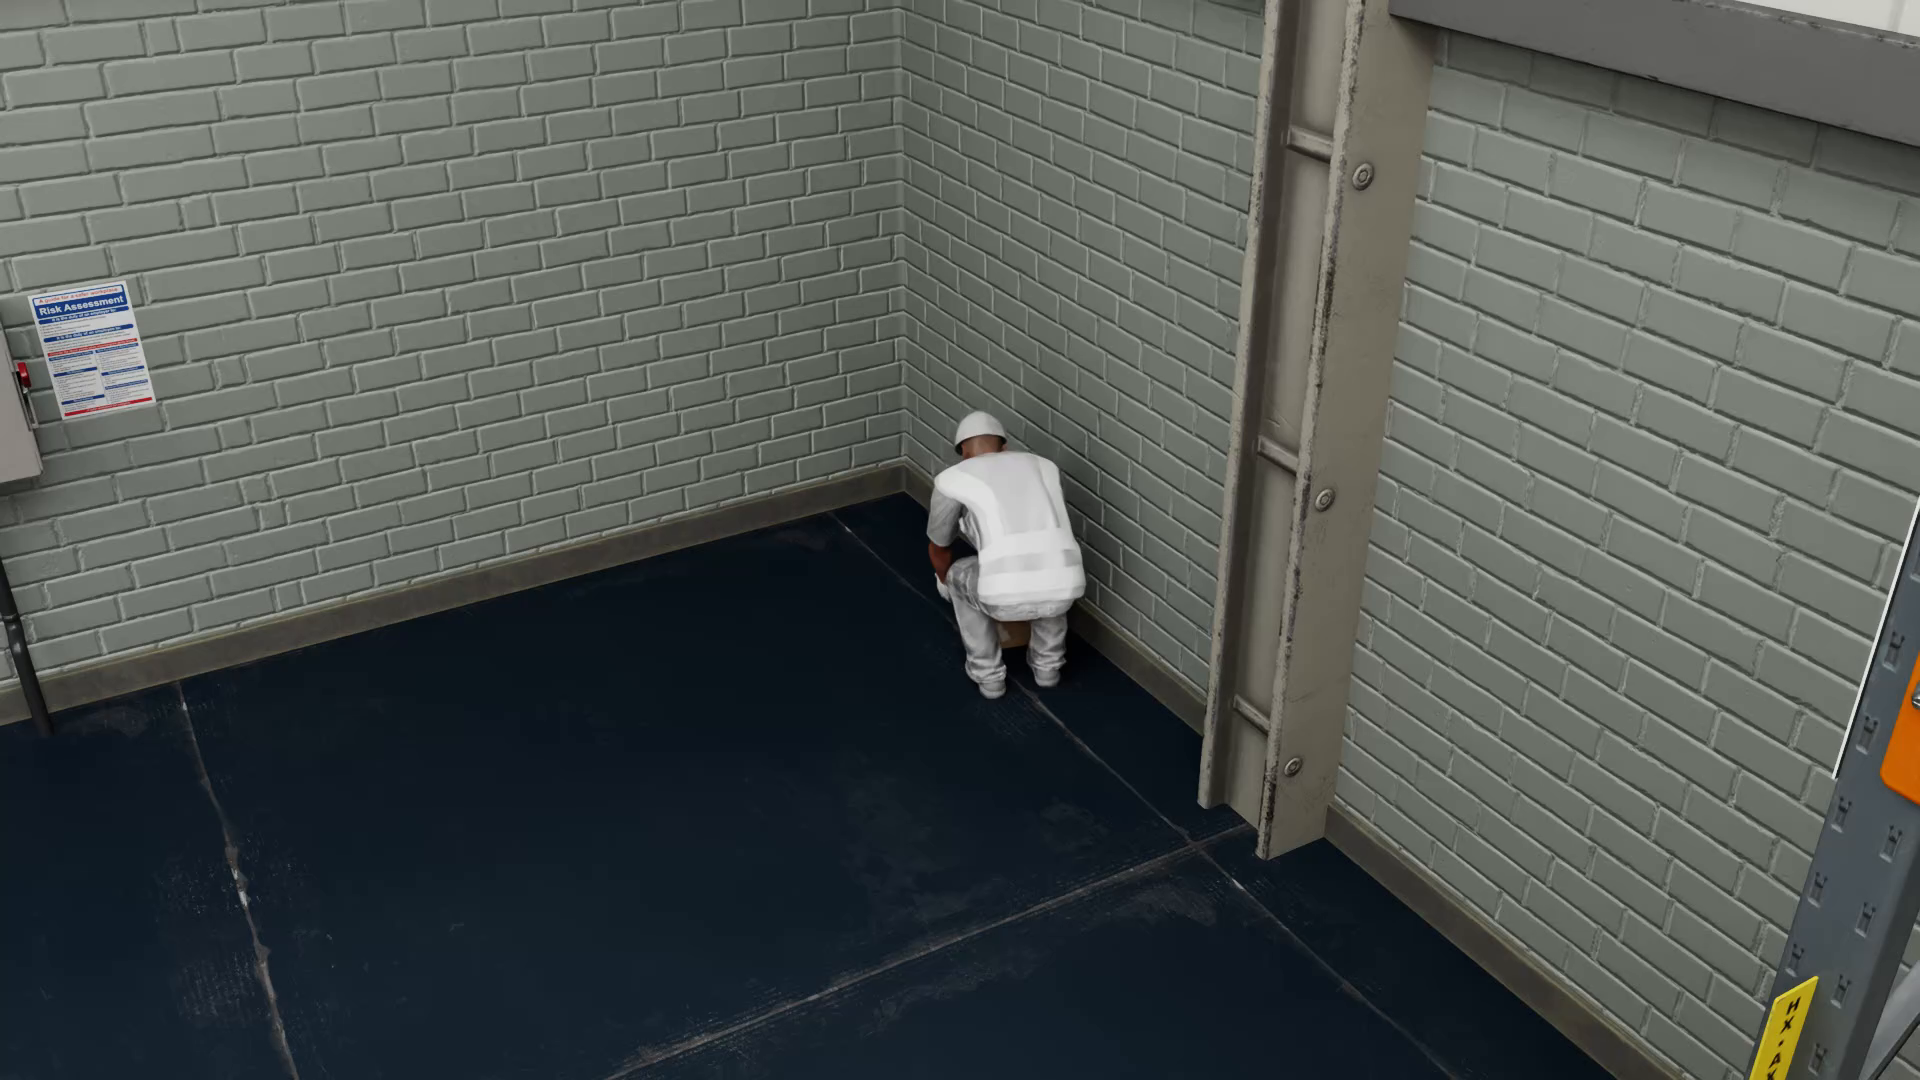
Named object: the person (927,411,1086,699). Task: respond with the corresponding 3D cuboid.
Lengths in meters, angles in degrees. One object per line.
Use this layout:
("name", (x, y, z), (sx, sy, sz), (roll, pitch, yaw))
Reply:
("person", (0.175, 0.085, 6.752), (0.574, 1.016, 0.893), (-6, 29, -10))
